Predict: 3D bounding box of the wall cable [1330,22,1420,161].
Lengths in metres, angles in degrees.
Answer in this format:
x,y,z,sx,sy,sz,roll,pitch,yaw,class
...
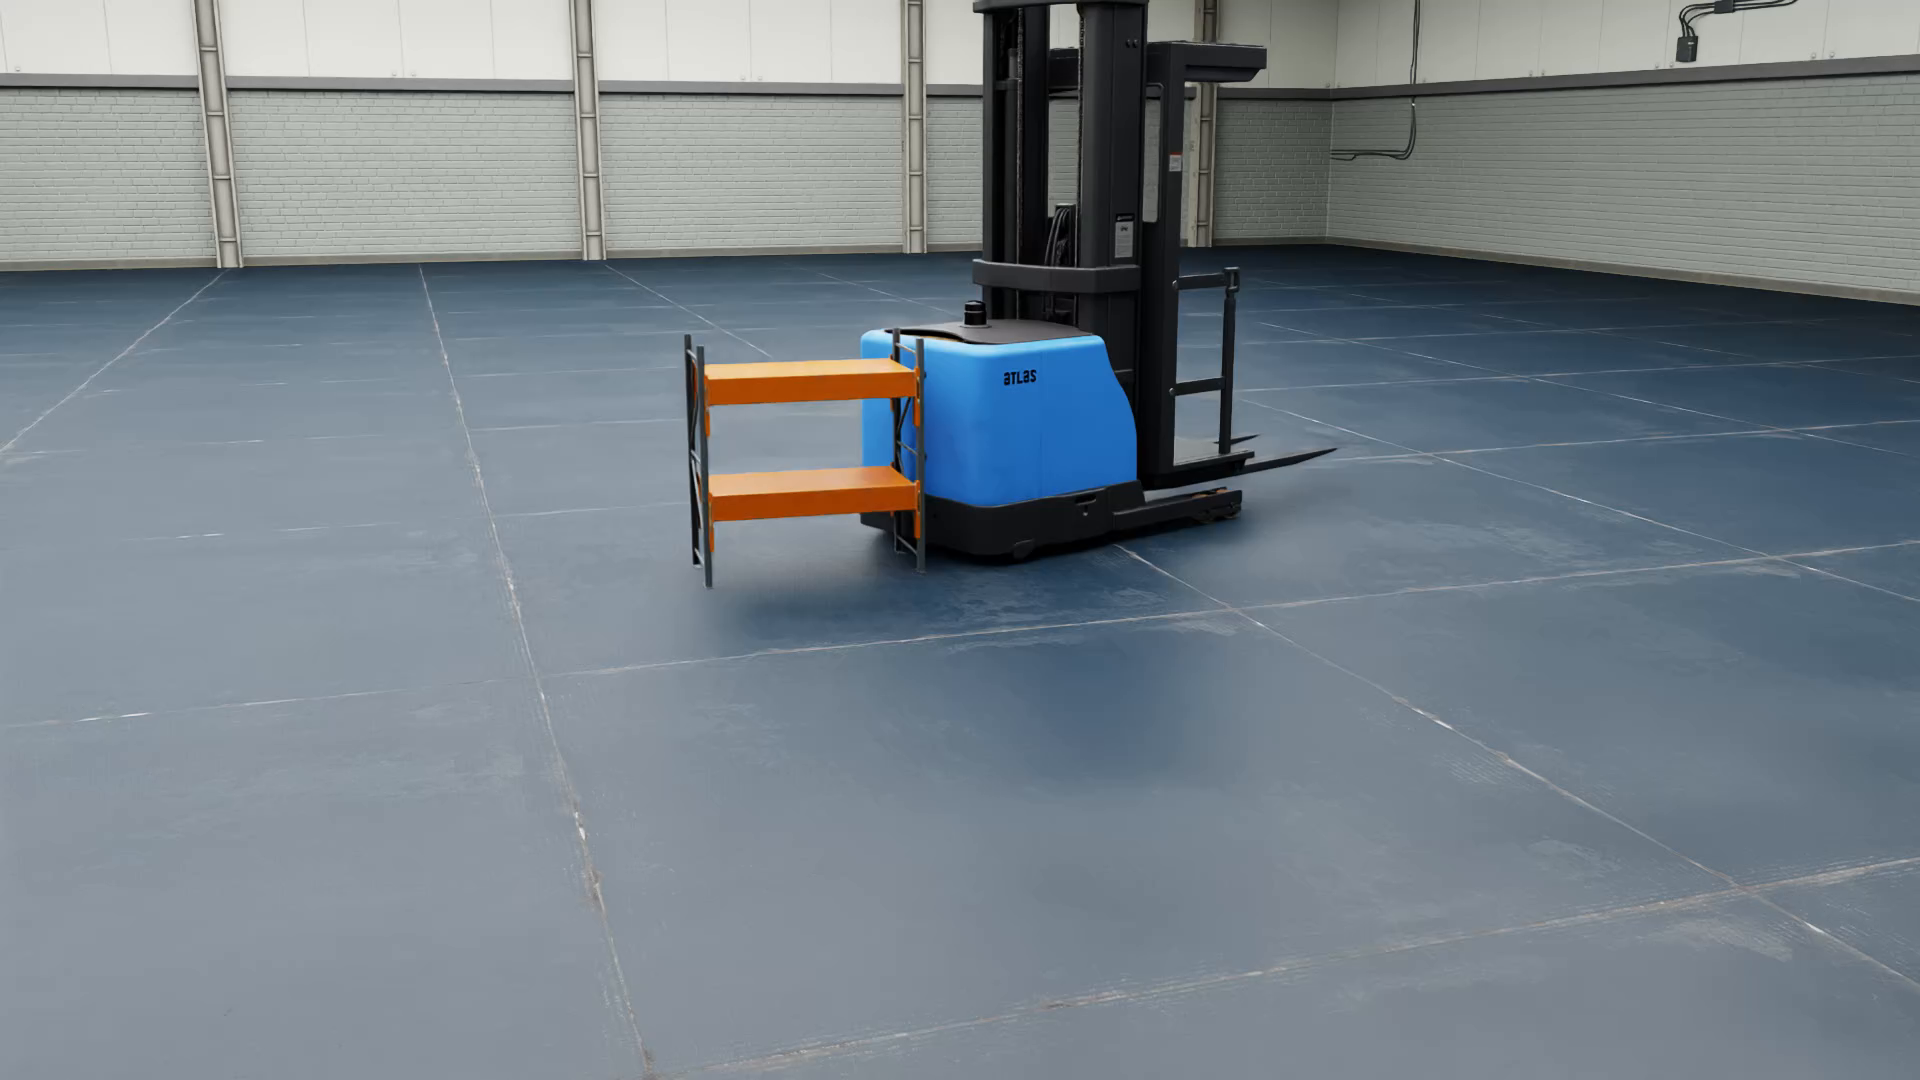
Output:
x,y,z,sx,sy,sz,roll,pitch,yaw,class
8.037,-8.708,32.515,0.112,2.526,3.097,-4,14,-18,wall cable

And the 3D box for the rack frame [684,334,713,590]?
x,y,z,sx,sy,sz,roll,pitch,yaw,class
-1.227,-0.374,7.785,0.032,1.125,0.500,-4,14,-16,rack frame

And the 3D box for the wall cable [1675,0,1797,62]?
x,y,z,sx,sy,sz,roll,pitch,yaw,class
11.050,-9.790,23.004,0.169,6.003,2.305,-4,14,-18,wall cable

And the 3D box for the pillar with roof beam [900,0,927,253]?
x,y,z,sx,sy,sz,roll,pitch,yaw,class
0.510,-8.904,26.630,0.400,9.000,9.100,-4,14,-18,pillar with roof beam

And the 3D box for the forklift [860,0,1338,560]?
x,y,z,sx,sy,sz,roll,pitch,yaw,class
0.918,-1.592,9.002,3.031,2.935,1.130,-11,18,-40,forklift

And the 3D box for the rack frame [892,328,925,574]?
x,y,z,sx,sy,sz,roll,pitch,yaw,class
-0.250,-0.440,8.060,0.032,1.125,0.500,-4,14,-16,rack frame

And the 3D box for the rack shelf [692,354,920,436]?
x,y,z,sx,sy,sz,roll,pitch,yaw,class
-0.739,-0.692,7.855,1.000,0.278,0.538,-4,14,-16,rack shelf

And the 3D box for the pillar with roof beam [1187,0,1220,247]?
x,y,z,sx,sy,sz,roll,pitch,yaw,class
6.196,-9.347,28.491,0.400,9.000,9.100,-4,14,-18,pillar with roof beam

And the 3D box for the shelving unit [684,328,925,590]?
x,y,z,sx,sy,sz,roll,pitch,yaw,class
-0.739,-0.407,7.923,1.048,1.125,0.538,-4,14,-16,shelving unit

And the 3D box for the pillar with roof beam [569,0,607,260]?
x,y,z,sx,sy,sz,roll,pitch,yaw,class
-5.177,-8.461,24.768,0.400,9.000,9.100,-4,14,-18,pillar with roof beam

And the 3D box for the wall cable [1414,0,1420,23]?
x,y,z,sx,sy,sz,roll,pitch,yaw,class
8.900,-10.571,29.436,0.112,2.526,3.097,-4,14,-18,wall cable

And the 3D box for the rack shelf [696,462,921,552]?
x,y,z,sx,sy,sz,roll,pitch,yaw,class
-0.739,-0.169,7.979,1.000,0.278,0.538,-4,14,-16,rack shelf

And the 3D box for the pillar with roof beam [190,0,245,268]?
x,y,z,sx,sy,sz,roll,pitch,yaw,class
-10.864,-8.018,22.906,0.400,9.000,9.100,-4,14,-18,pillar with roof beam
